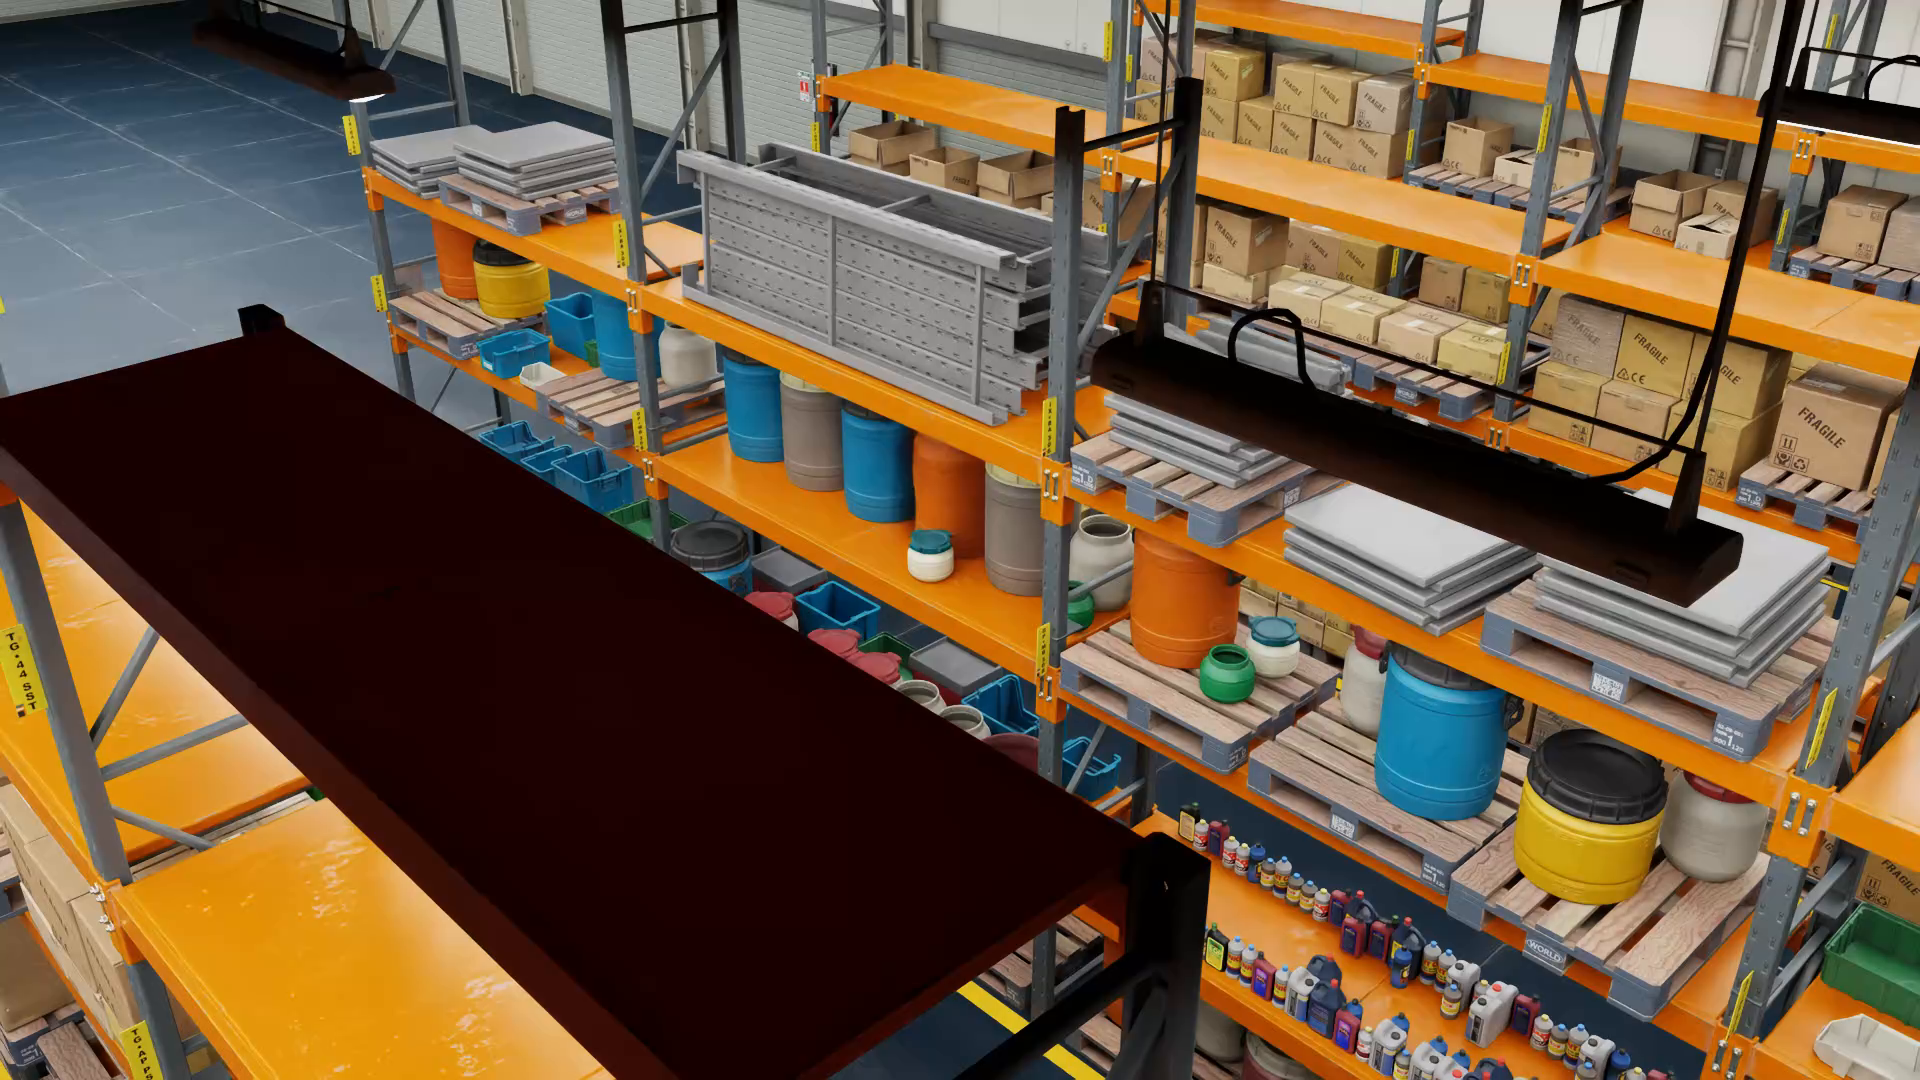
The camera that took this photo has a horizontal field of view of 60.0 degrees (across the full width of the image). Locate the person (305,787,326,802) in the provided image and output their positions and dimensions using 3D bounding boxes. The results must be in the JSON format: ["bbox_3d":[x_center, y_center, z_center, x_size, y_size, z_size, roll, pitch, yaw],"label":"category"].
[{"bbox_3d":[-4.845,1.582,11.997,0.587,1.742,0.925,-19,33,-31],"label":"person"}]

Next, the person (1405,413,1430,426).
[{"bbox_3d":[4.282,-0.742,16.511,0.655,1.691,0.485,15,32,25],"label":"person"}]
